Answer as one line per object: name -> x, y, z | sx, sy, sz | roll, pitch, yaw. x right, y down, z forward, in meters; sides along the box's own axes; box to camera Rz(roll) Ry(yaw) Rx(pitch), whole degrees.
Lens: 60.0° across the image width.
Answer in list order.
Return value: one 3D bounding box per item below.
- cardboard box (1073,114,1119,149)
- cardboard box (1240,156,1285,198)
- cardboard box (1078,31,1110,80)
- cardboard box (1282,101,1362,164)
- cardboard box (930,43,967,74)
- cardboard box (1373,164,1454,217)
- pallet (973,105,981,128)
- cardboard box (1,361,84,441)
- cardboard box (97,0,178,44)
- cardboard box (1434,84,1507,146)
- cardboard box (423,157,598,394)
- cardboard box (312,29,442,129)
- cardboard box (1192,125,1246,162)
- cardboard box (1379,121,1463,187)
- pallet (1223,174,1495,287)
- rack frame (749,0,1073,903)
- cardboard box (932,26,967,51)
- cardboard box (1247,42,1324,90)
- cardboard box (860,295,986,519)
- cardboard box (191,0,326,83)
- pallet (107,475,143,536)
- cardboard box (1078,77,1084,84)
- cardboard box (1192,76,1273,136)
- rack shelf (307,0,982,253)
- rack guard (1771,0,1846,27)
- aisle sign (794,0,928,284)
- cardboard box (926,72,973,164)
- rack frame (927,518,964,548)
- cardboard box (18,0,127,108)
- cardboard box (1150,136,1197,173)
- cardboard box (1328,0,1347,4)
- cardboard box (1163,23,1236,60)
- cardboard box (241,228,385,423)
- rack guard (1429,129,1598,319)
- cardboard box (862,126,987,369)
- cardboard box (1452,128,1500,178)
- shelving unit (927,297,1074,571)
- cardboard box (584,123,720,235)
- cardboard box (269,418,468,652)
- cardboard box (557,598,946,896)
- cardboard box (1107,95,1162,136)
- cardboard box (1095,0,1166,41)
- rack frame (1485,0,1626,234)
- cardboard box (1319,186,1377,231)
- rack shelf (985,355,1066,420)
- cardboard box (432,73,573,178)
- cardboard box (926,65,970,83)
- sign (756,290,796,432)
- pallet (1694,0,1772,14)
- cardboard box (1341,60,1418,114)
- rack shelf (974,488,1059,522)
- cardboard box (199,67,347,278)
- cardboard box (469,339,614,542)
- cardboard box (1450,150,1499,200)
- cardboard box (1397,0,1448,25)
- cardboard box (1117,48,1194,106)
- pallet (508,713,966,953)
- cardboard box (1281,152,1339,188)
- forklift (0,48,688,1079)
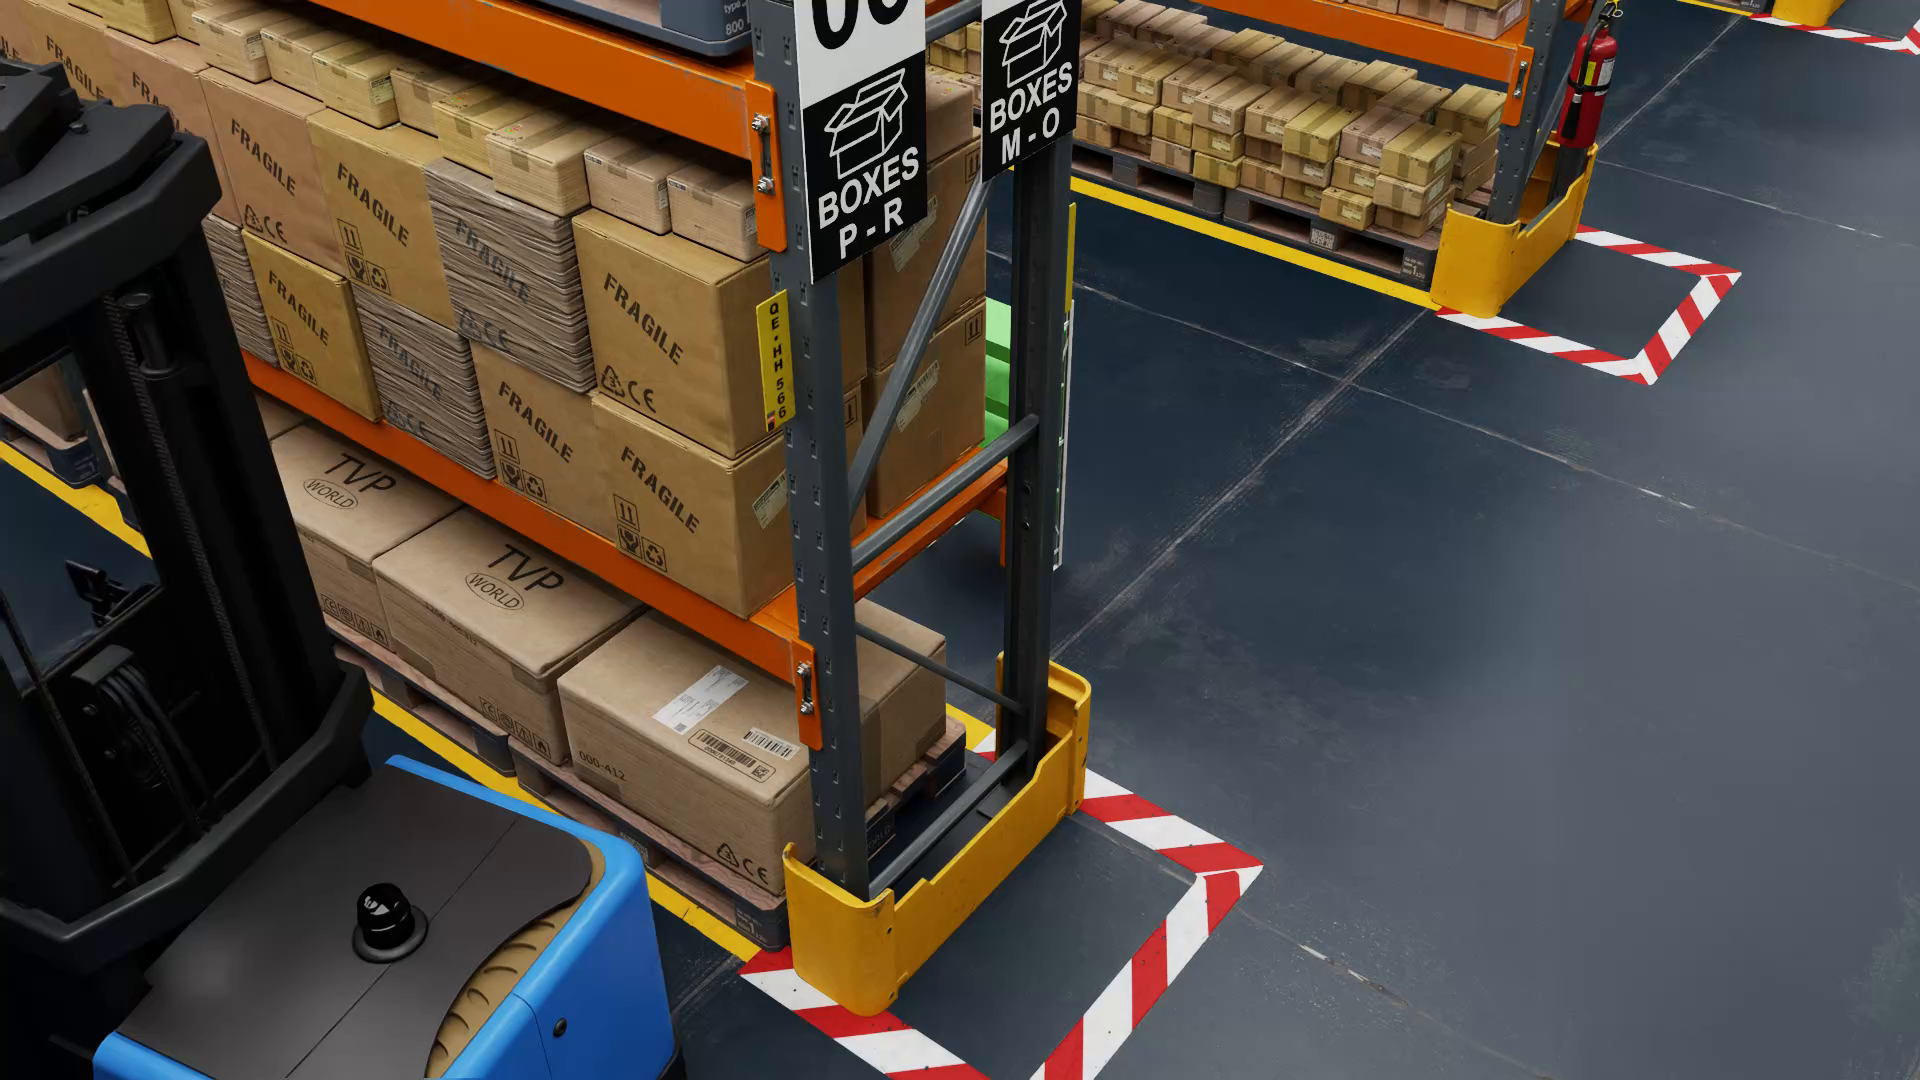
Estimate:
cardboard box -> 0.835, -2.349, 9.290 | 0.250, 0.149, 0.380 | 24, 44, 27
cardboard box -> 1.691, -1.980, 8.818 | 0.250, 0.149, 0.380 | 26, 45, 29
cardboard box -> 0.621, -2.688, 9.240 | 0.250, 0.149, 0.380 | 26, 45, 29
cardboard box -> 1.841, -2.077, 8.458 | 0.250, 0.149, 0.380 | 24, 44, 28
cardboard box -> 0.035, -2.883, 9.730 | 0.250, 0.149, 0.380 | 26, 45, 29
cardboard box -> 2.270, -1.786, 8.329 | 0.250, 0.149, 0.380 | 24, 44, 27
pallet -> 0.241, -2.734, 10.071 | 1.213, 0.211, 1.003 | 25, 45, 29
cardboard box -> -3.782, -1.127, 7.138 | 0.875, 0.875, 0.875 | 27, 45, 30
cardboard box -> -2.352, -1.648, 5.003 | 0.250, 0.149, 0.380 | 24, 44, 27
cardboard box -> 2.653, -2.208, 8.626 | 0.250, 0.149, 0.380 | 23, 44, 27
cardboard box -> -1.024, -0.785, 4.427 | 0.500, 0.500, 0.500 | 25, 45, 29
cardboard box -> -1.518, -1.283, 4.536 | 0.250, 0.149, 0.380 | 26, 45, 30
cardboard box -> 1.437, -2.168, 8.816 | 0.250, 0.149, 0.380 | 26, 45, 29
cardboard box -> 2.289, -1.920, 8.258 | 0.250, 0.149, 0.380 | 26, 45, 29
pallet -> 2.179, -1.820, 8.904 | 1.213, 0.211, 1.003 | 25, 45, 29
rack frame -> -0.064, -0.107, 4.453 | 0.127, 3.000, 1.000 | 25, 45, 29
cardboard box -> 0.016, -2.981, 9.613 | 0.250, 0.149, 0.380 | 28, 46, 31
cardboard box -> 1.777, -2.570, 9.089 | 0.250, 0.149, 0.380 | 27, 45, 30
cardboard box -> -0.271, -0.466, 4.831 | 0.500, 0.500, 0.500 | 25, 44, 28
cardboard box -> -1.950, -1.468, 4.774 | 0.250, 0.149, 0.380 | 25, 45, 29
pallet -> -2.685, -0.184, 6.813 | 1.213, 0.211, 1.003 | 25, 45, 29
cardboard box -> 0.667, -2.592, 9.359 | 0.250, 0.149, 0.380 | 27, 46, 30
cardboard box -> 1.427, -2.278, 8.716 | 0.250, 0.149, 0.380 | 27, 45, 30
rack shelf -> -1.653, -1.754, 4.707 | 4.000, 0.370, 1.077 | 25, 45, 29
rack guard -> 5.976, -3.966, 11.410 | 0.348, 0.500, 1.175 | 25, 45, 29
aisle sign -> -0.195, -0.952, 3.423 | 0.004, 0.787, 0.394 | 25, 45, 29
cardboard box -> -0.178, -1.064, 4.257 | 0.250, 0.149, 0.380 | 26, 45, 29
rack frame -> -0.062, -0.502, 6.418 | 0.015, 1.200, 0.240 | 25, 45, 29
cardboard box -> -2.613, -1.549, 5.403 | 0.500, 0.500, 0.500 | 25, 44, 28
cardboard box -> 1.245, -2.157, 9.044 | 0.250, 0.149, 0.380 | 26, 45, 29
cardboard box -> 1.832, -2.735, 8.014 | 0.250, 0.149, 0.380 | 27, 45, 30
cardboard box -> 1.338, -2.738, 9.304 | 0.250, 0.149, 0.380 | 25, 45, 29
cardboard box -> -1.830, -0.767, 5.216 | 0.500, 0.500, 0.500 | 27, 45, 30
rack guard -> 2.803, -1.613, 8.404 | 0.348, 0.500, 1.175 | 25, 45, 29
cardboard box -> -0.272, -0.859, 4.522 | 0.500, 0.500, 0.500 | 24, 44, 28
cardboard box -> 2.603, -2.050, 8.666 | 0.250, 0.149, 0.380 | 27, 46, 30
shelving unit -> 0.131, -0.410, 6.301 | 0.503, 1.200, 0.258 | 25, 45, 29
cardboard box -> -0.687, -0.915, 4.067 | 0.250, 0.149, 0.380 | 26, 45, 29
cardboard box -> -2.096, -0.139, 6.231 | 0.875, 0.438, 0.875 | 24, 44, 27
cardboard box -> -0.649, 0.539, 5.367 | 0.875, 0.438, 0.875 | 24, 44, 27
cardboard box -> 1.010, -2.362, 9.065 | 0.250, 0.149, 0.380 | 26, 45, 29
cardboard box -> 0.986, -2.980, 9.612 | 0.250, 0.149, 0.380 | 23, 44, 27
rack frame -> 2.863, -2.568, 7.597 | 0.127, 3.000, 1.000 | 25, 45, 29
cardboard box -> 2.052, -1.753, 8.528 | 0.250, 0.149, 0.380 | 27, 45, 30
rack shelf -> 0.131, -0.549, 6.192 | 0.480, 0.148, 0.258 | 25, 45, 29
cardboard box -> -1.118, -1.085, 4.284 | 0.250, 0.149, 0.380 | 26, 45, 30
cardboard box -> -0.009, -2.716, 9.758 | 0.250, 0.149, 0.380 | 27, 45, 30
sign -> -0.405, -0.395, 3.690 | 0.005, 0.325, 0.100 | 25, 45, 29
pallet -> 5.274, -4.122, 11.844 | 1.213, 0.211, 1.003 | 25, 45, 29
cardboard box -> 2.239, -2.409, 8.884 | 0.250, 0.149, 0.380 | 25, 45, 28
rack shelf -> 0.131, -0.171, 6.488 | 0.480, 0.148, 0.258 | 25, 45, 29
cardboard box -> -1.814, -1.161, 4.908 | 0.500, 0.500, 0.500 | 25, 44, 28
cardboard box -> -0.997, -0.392, 4.737 | 0.500, 0.500, 0.500 | 24, 44, 28
cardboard box -> 2.641, -1.964, 8.797 | 0.250, 0.149, 0.380 | 26, 45, 29
cardboard box -> 2.258, -2.565, 7.796 | 0.250, 0.149, 0.380 | 25, 45, 29
cardboard box -> 1.059, -2.515, 9.019 | 0.250, 0.149, 0.380 | 25, 45, 29
pallet -> -0.747, 0.730, 5.646 | 1.213, 0.211, 1.003 | 25, 45, 29
cardboard box -> 1.857, -1.980, 8.576 | 0.250, 0.149, 0.380 | 23, 44, 27
forklift -> -2.317, 0.329, 3.952 | 3.031, 2.935, 1.130 | 16, 41, 19
